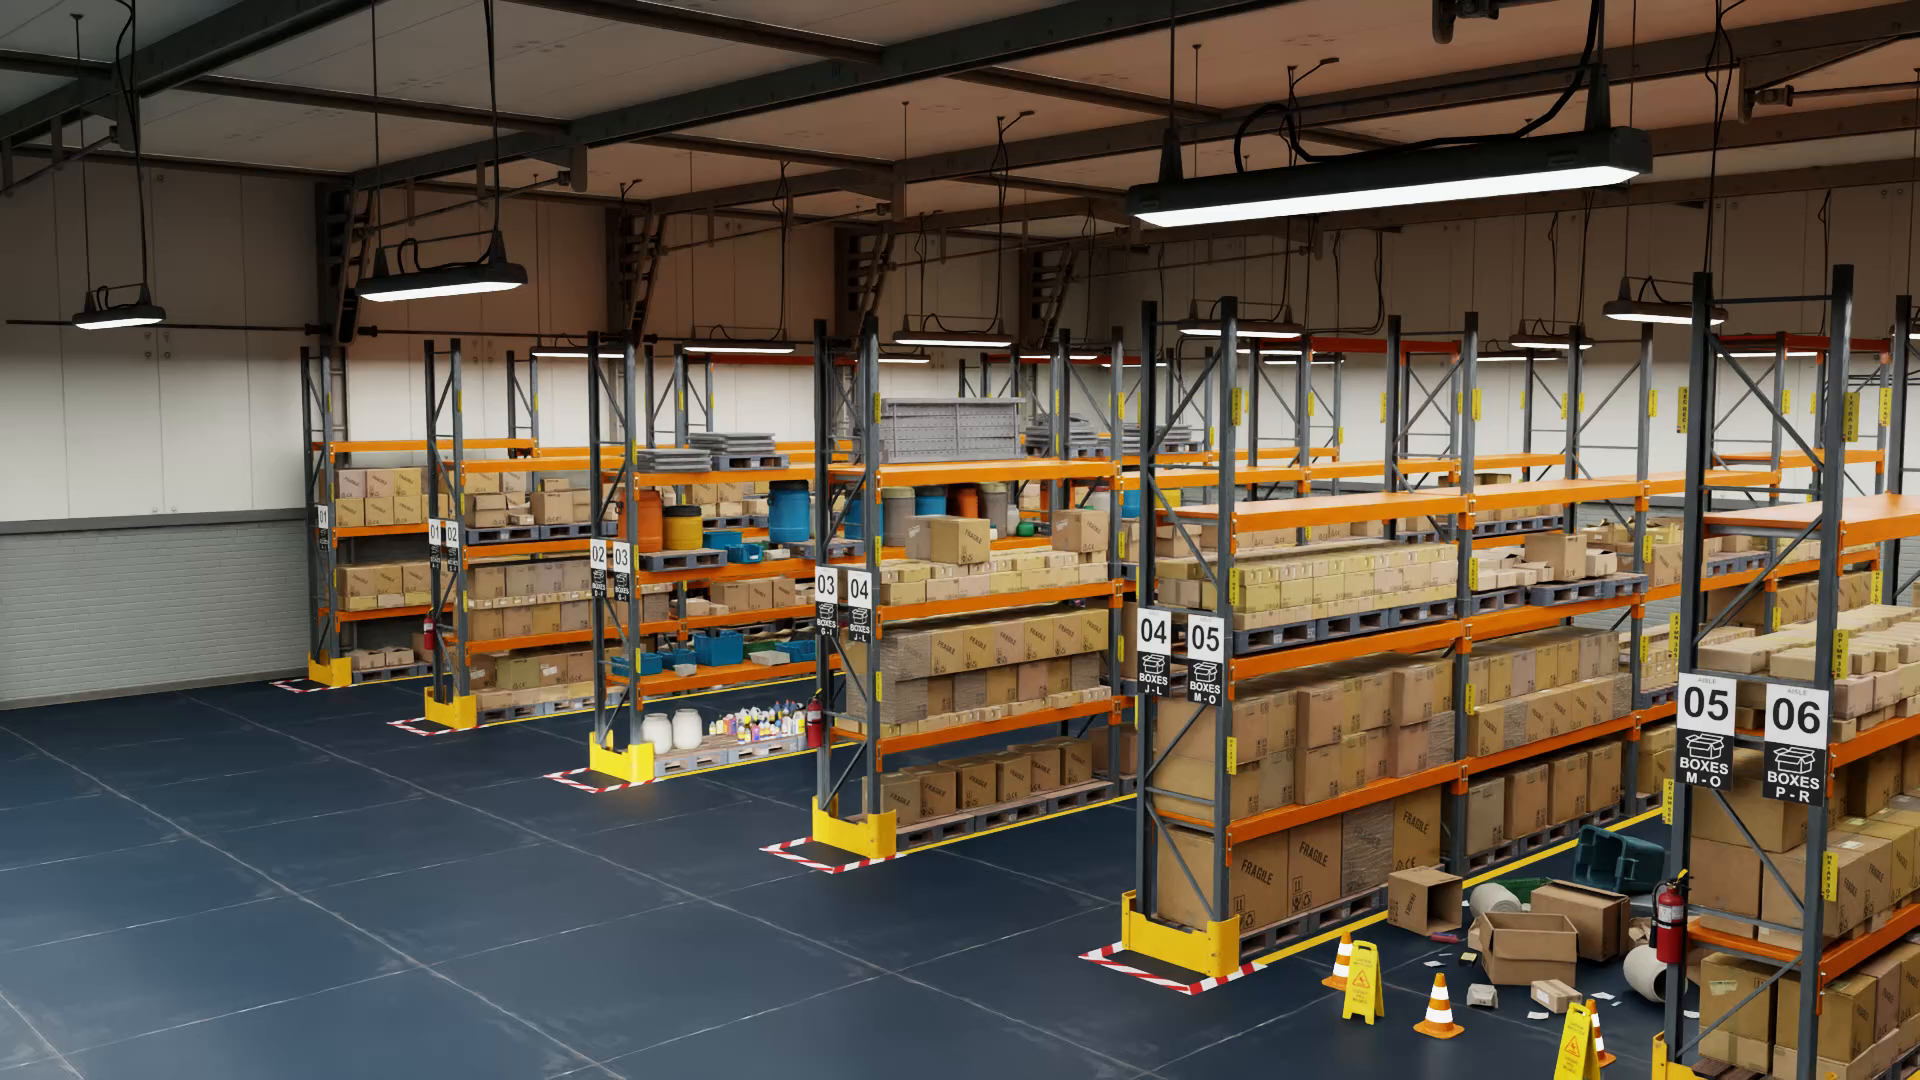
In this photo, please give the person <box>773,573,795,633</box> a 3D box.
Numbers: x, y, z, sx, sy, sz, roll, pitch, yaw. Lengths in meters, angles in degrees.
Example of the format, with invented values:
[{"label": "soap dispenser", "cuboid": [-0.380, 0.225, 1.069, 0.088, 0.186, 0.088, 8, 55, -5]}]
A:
[{"label": "person", "cuboid": [-3.406, 1.536, 32.452, 0.416, 1.546, 0.562, 4, 6, 39]}]
